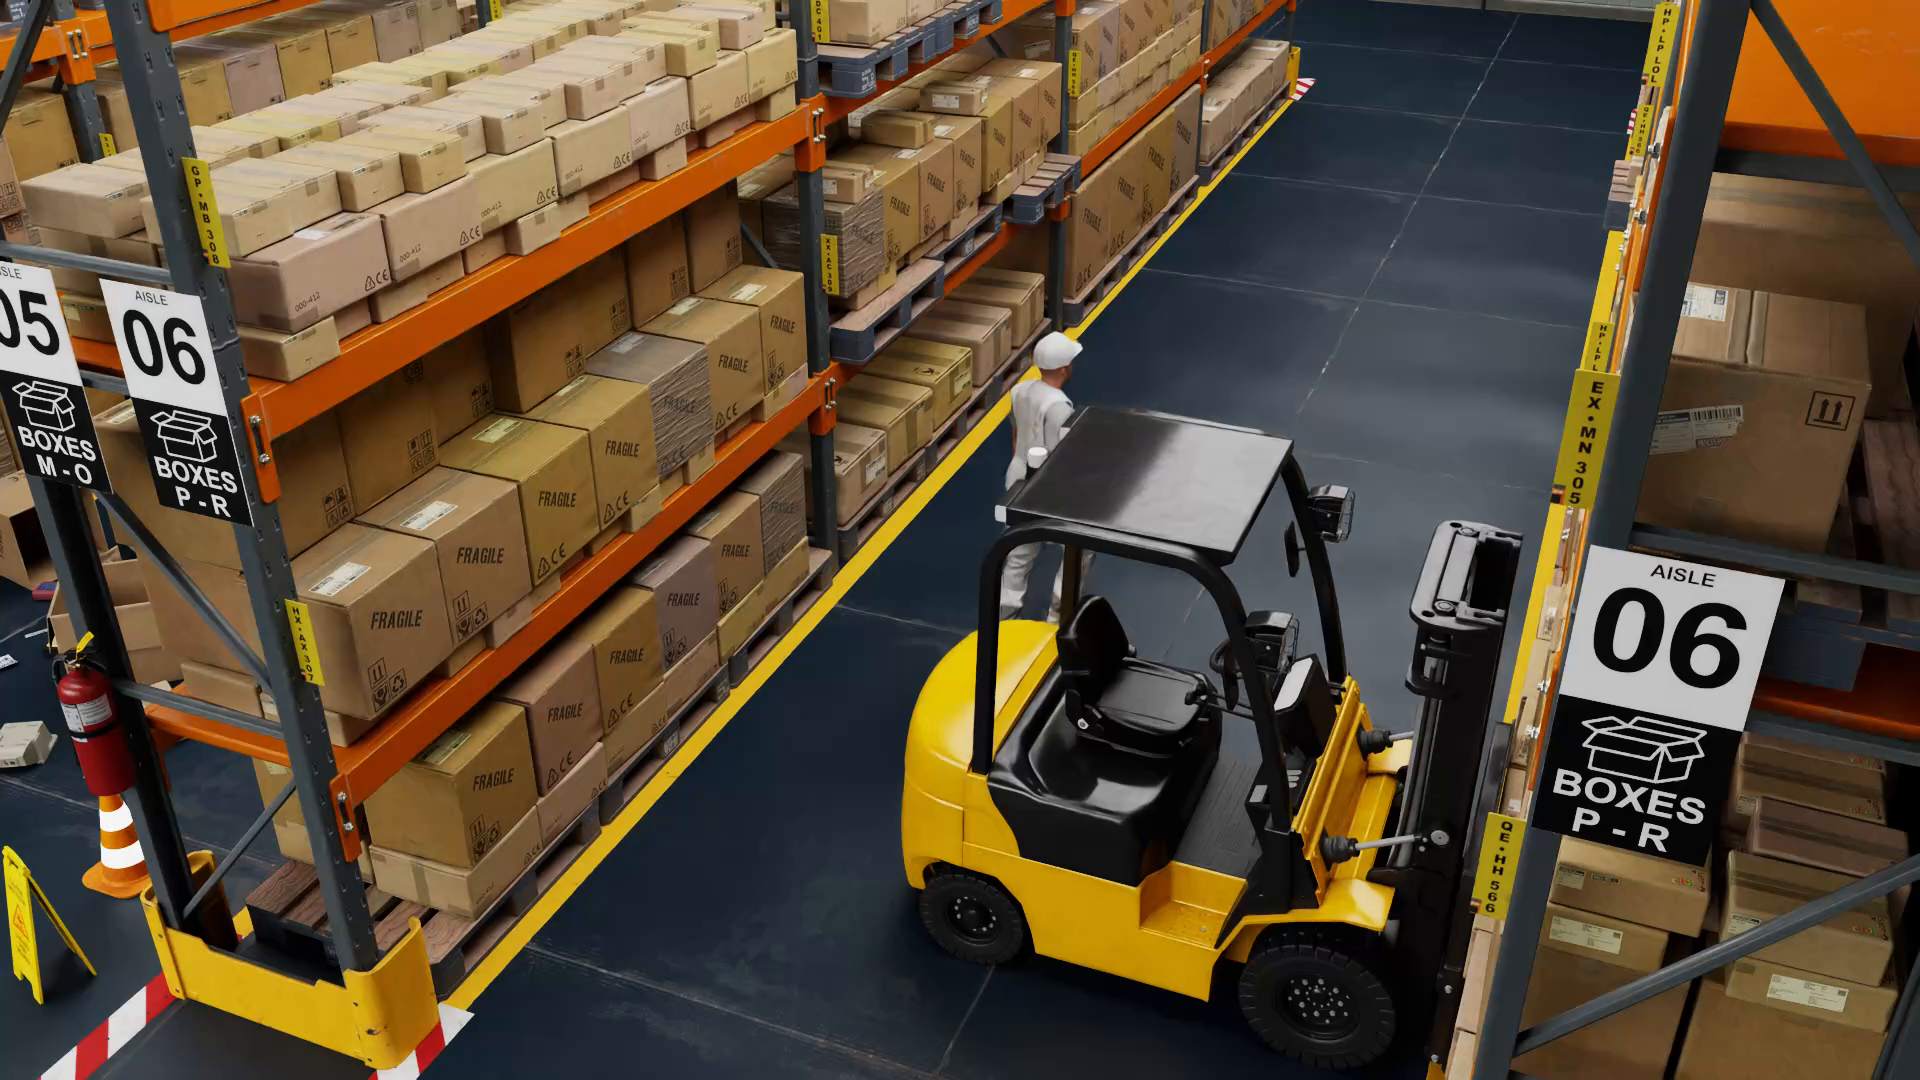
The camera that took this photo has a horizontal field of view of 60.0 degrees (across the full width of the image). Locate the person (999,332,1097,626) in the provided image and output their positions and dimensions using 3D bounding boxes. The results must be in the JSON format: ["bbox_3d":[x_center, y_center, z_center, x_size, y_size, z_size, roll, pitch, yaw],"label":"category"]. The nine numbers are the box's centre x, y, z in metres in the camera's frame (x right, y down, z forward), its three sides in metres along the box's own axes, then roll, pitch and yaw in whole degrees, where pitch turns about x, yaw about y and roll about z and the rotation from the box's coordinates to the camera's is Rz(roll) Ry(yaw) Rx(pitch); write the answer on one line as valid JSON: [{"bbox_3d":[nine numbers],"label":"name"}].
[{"bbox_3d":[0.421,-0.225,8.758,0.548,1.791,0.583,-18,34,-29],"label":"person"}]
